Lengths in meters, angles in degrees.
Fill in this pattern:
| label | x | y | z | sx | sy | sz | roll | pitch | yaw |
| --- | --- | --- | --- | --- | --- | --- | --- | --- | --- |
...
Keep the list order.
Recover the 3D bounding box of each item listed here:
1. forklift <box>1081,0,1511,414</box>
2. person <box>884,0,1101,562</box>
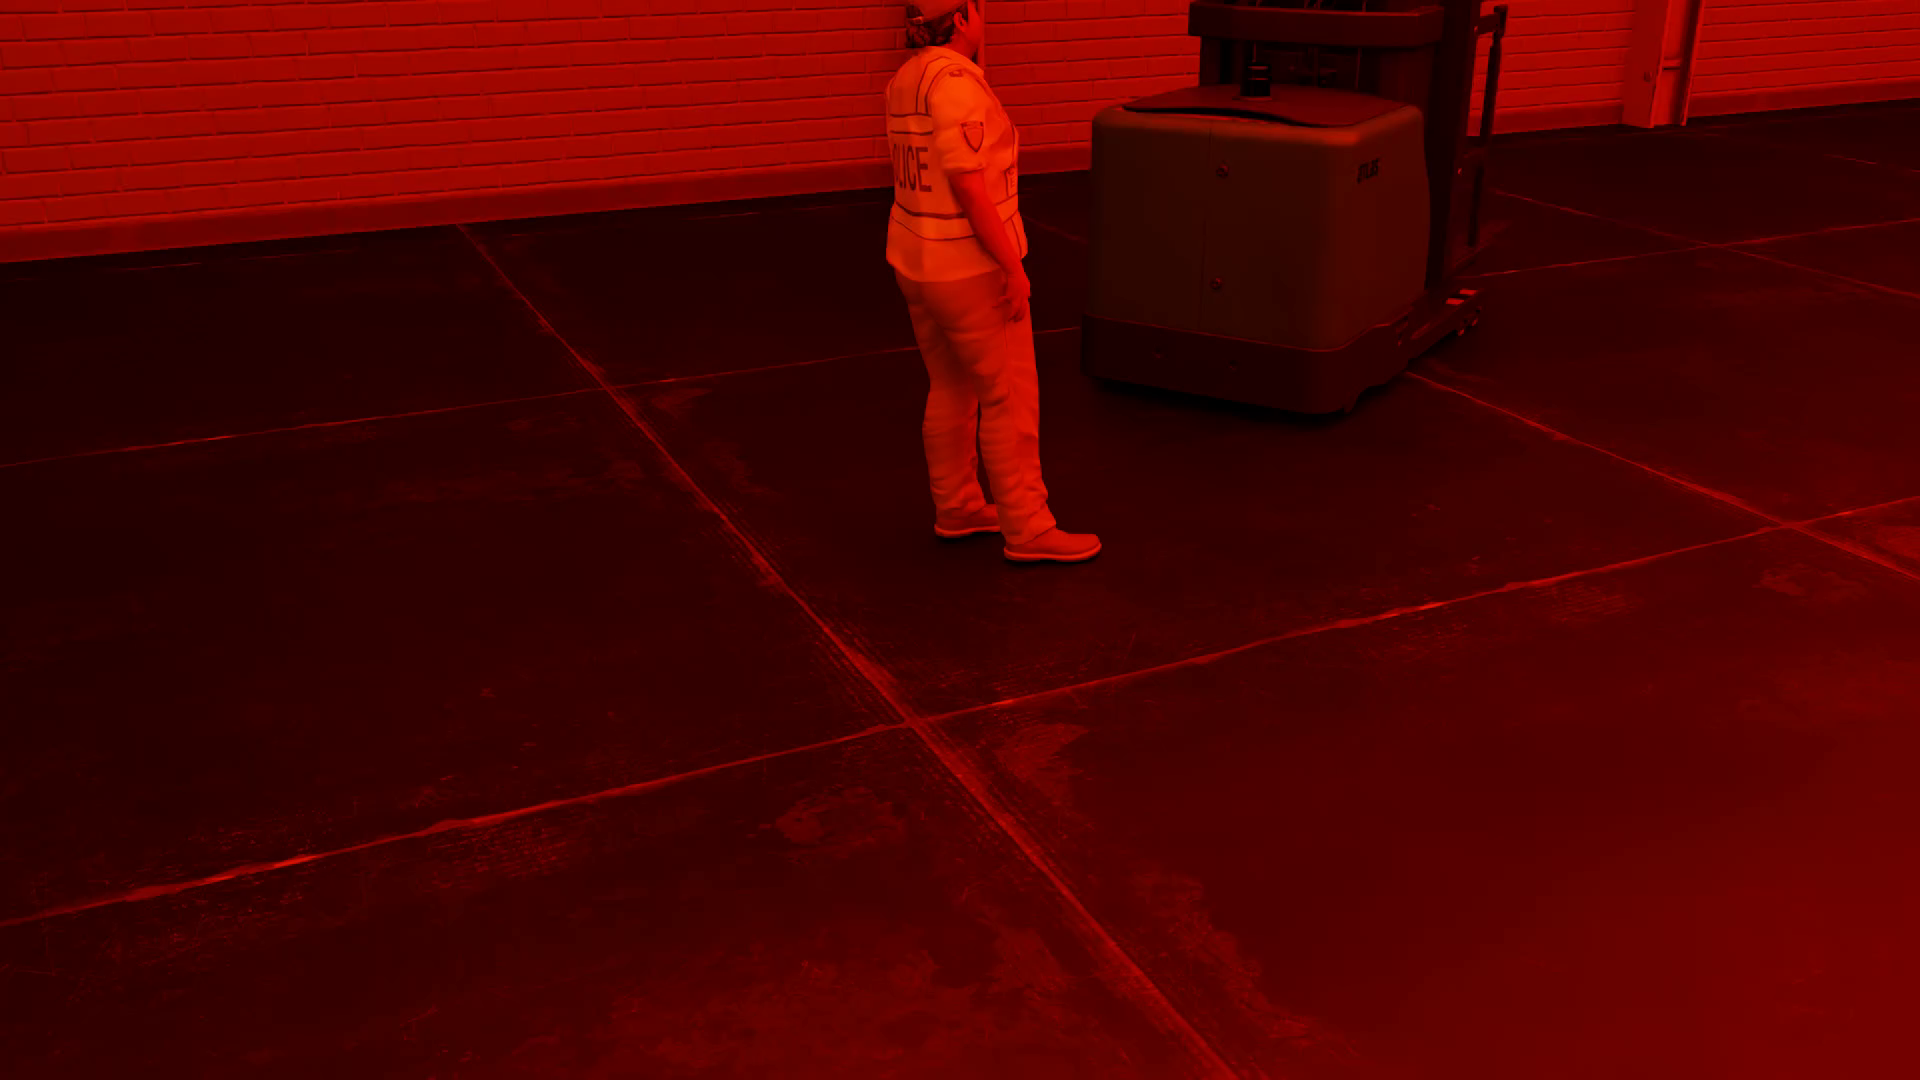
| label | x | y | z | sx | sy | sz | roll | pitch | yaw |
| --- | --- | --- | --- | --- | --- | --- | --- | --- | --- |
| forklift | 1.683 | -2.325 | 6.882 | 1.130 | 2.935 | 3.031 | 14 | 26 | 29 |
| person | 0.079 | -0.780 | 4.795 | 0.529 | 1.670 | 0.598 | -10 | 25 | -23 |
